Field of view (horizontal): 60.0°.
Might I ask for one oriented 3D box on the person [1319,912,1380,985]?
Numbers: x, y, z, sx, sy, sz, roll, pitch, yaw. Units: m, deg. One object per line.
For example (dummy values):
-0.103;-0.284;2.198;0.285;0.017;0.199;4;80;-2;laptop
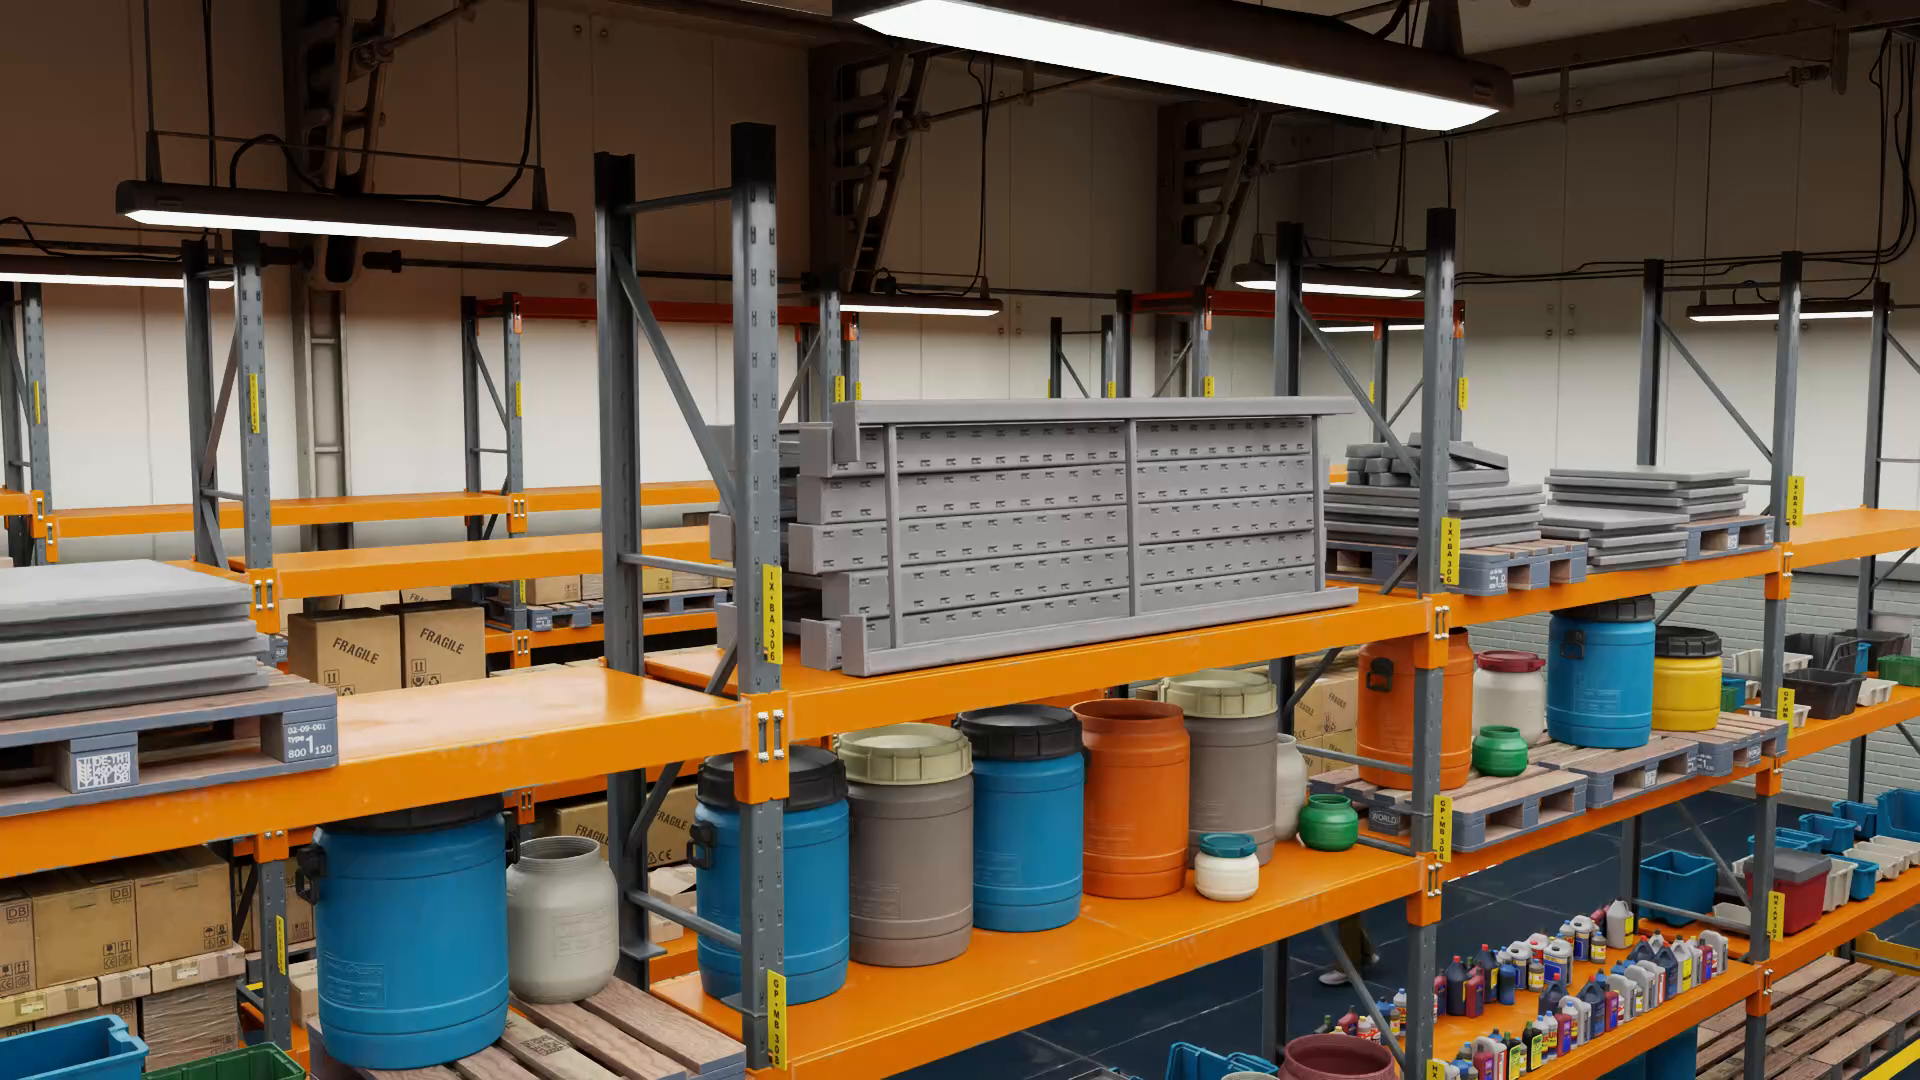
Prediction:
3.395;2.929;14.399;0.486;1.789;0.676;2;6;19;person
